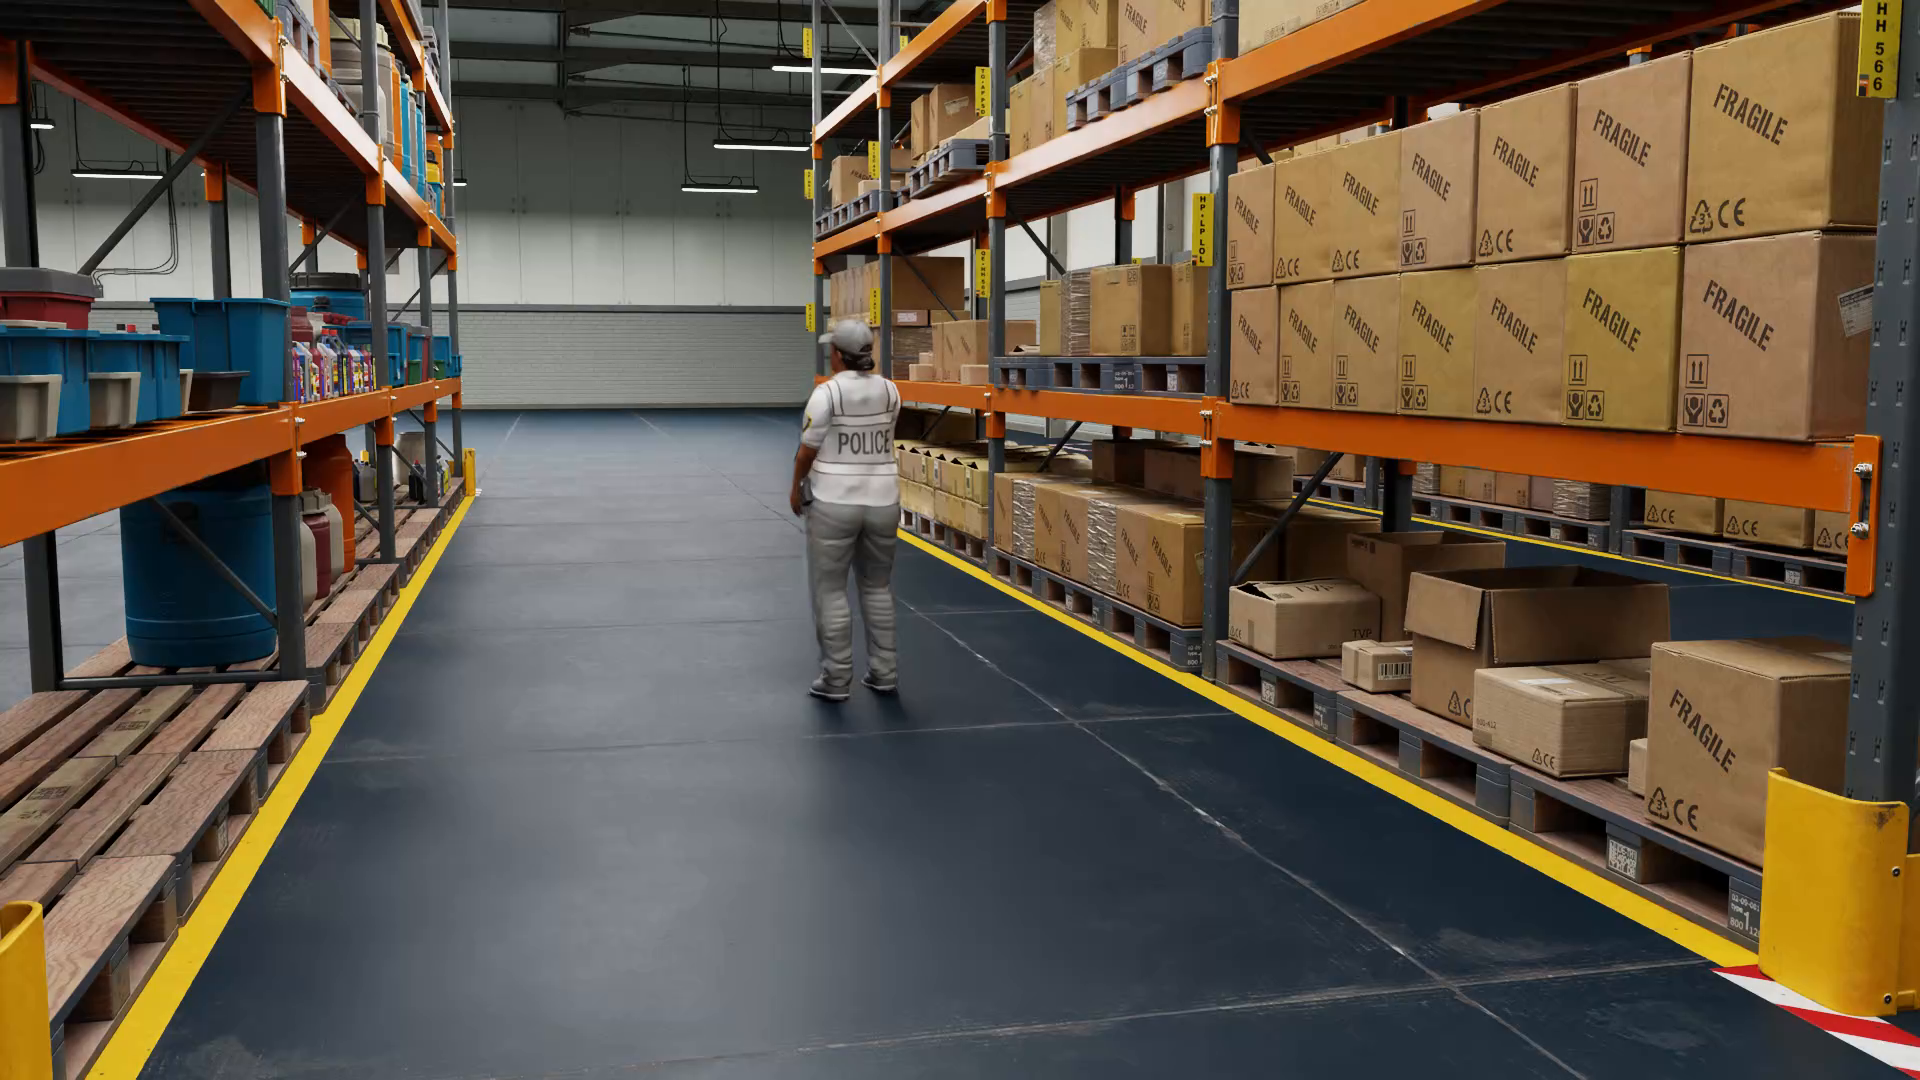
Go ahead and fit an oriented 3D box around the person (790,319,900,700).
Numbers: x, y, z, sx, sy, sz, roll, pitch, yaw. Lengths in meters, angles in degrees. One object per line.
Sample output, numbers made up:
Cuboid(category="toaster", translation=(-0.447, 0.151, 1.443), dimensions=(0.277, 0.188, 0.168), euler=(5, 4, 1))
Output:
Cuboid(category="person", translation=(-0.496, -0.135, 7.382), dimensions=(0.537, 1.670, 0.497), euler=(-4, 8, -35))
